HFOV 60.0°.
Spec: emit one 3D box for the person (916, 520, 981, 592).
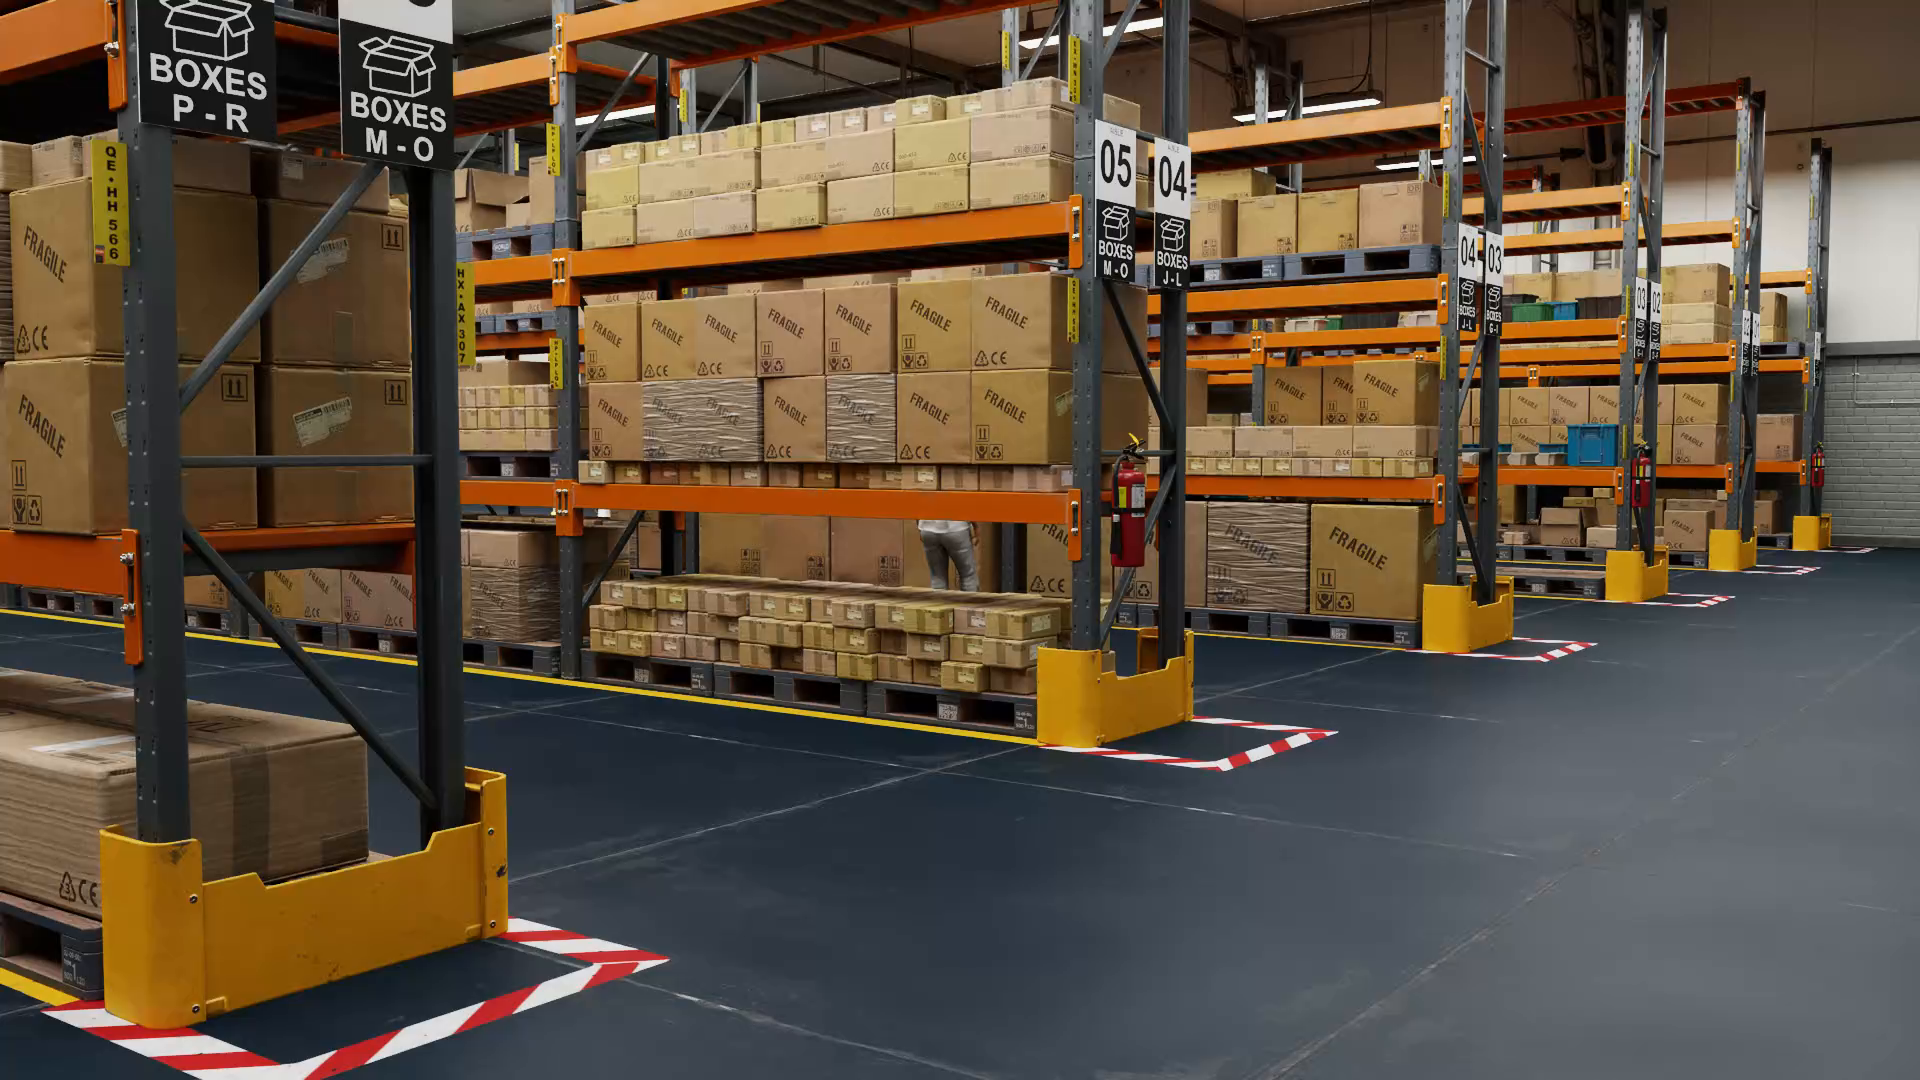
[{"bbox_3d":[-0.057,-0.062,13.510,0.599,1.670,0.529,2,4,29],"label":"person"}]
